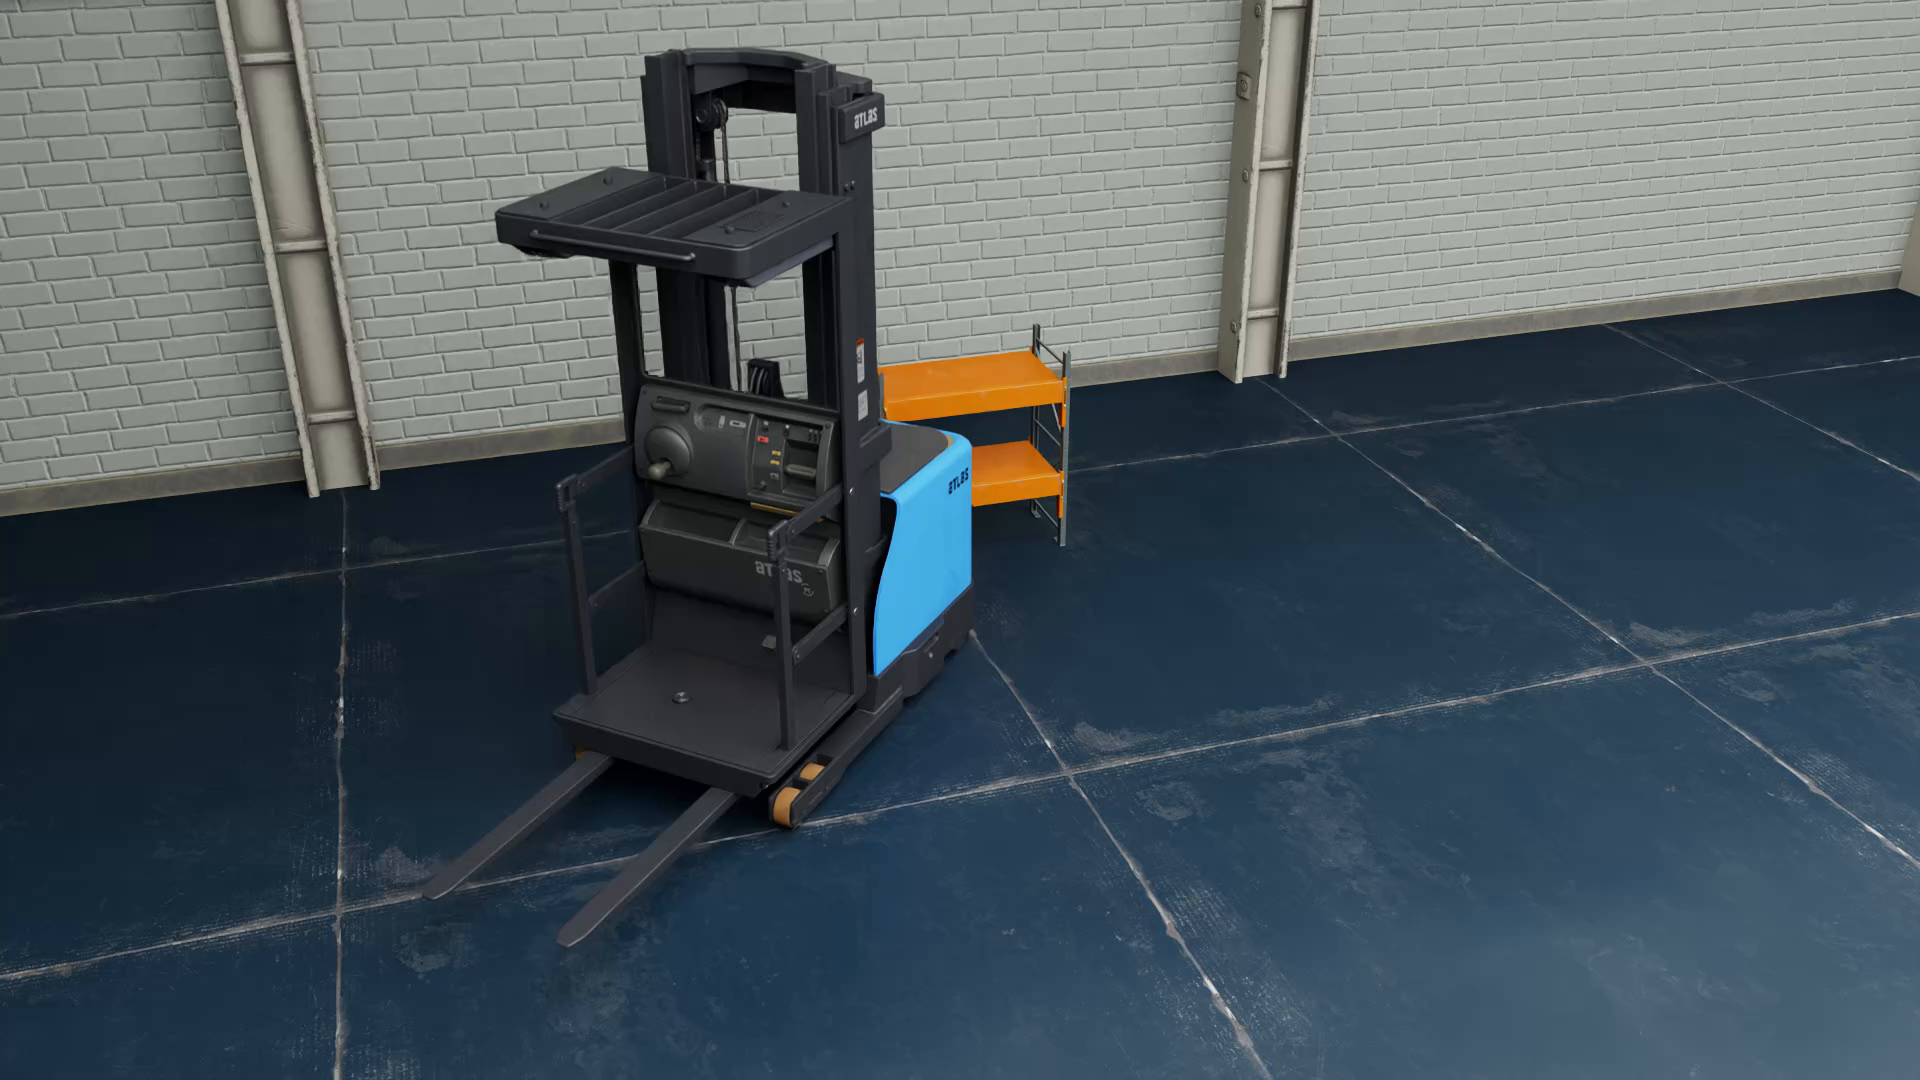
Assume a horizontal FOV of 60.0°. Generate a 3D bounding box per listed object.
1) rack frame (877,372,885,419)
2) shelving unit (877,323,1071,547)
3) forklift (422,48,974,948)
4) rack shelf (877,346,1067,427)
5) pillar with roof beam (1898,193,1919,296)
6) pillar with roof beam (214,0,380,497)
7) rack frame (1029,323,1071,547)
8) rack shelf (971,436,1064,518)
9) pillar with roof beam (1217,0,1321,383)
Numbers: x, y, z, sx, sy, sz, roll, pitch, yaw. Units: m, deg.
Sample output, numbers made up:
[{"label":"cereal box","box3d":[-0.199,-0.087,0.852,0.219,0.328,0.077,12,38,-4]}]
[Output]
[{"label":"rack frame","box3d":[-0.477,-0.435,8.861,0.032,1.125,0.500,-8,28,-16]},{"label":"shelving unit","box3d":[0.006,-0.505,9.002,1.048,1.125,0.538,-8,28,-16]},{"label":"forklift","box3d":[-1.024,-0.349,6.657,1.130,2.935,3.031,12,29,23]},{"label":"rack shelf","box3d":[0.006,-0.767,8.872,1.000,0.278,0.538,-8,28,-16]},{"label":"pillar with roof beam","box3d":[9.067,-4.204,7.599,0.400,9.000,9.100,-8,28,-16]},{"label":"pillar with roof beam","box3d":[-2.343,-2.552,4.270,0.400,9.000,9.100,-8,28,-16]},{"label":"rack frame","box3d":[0.490,-0.575,9.143,0.032,1.125,0.500,-8,28,-16]},{"label":"rack shelf","box3d":[0.006,-0.286,9.110,1.000,0.278,0.538,-8,28,-16]},{"label":"pillar with roof beam","box3d":[3.362,-3.378,5.935,0.400,9.000,9.100,-8,28,-16]}]
